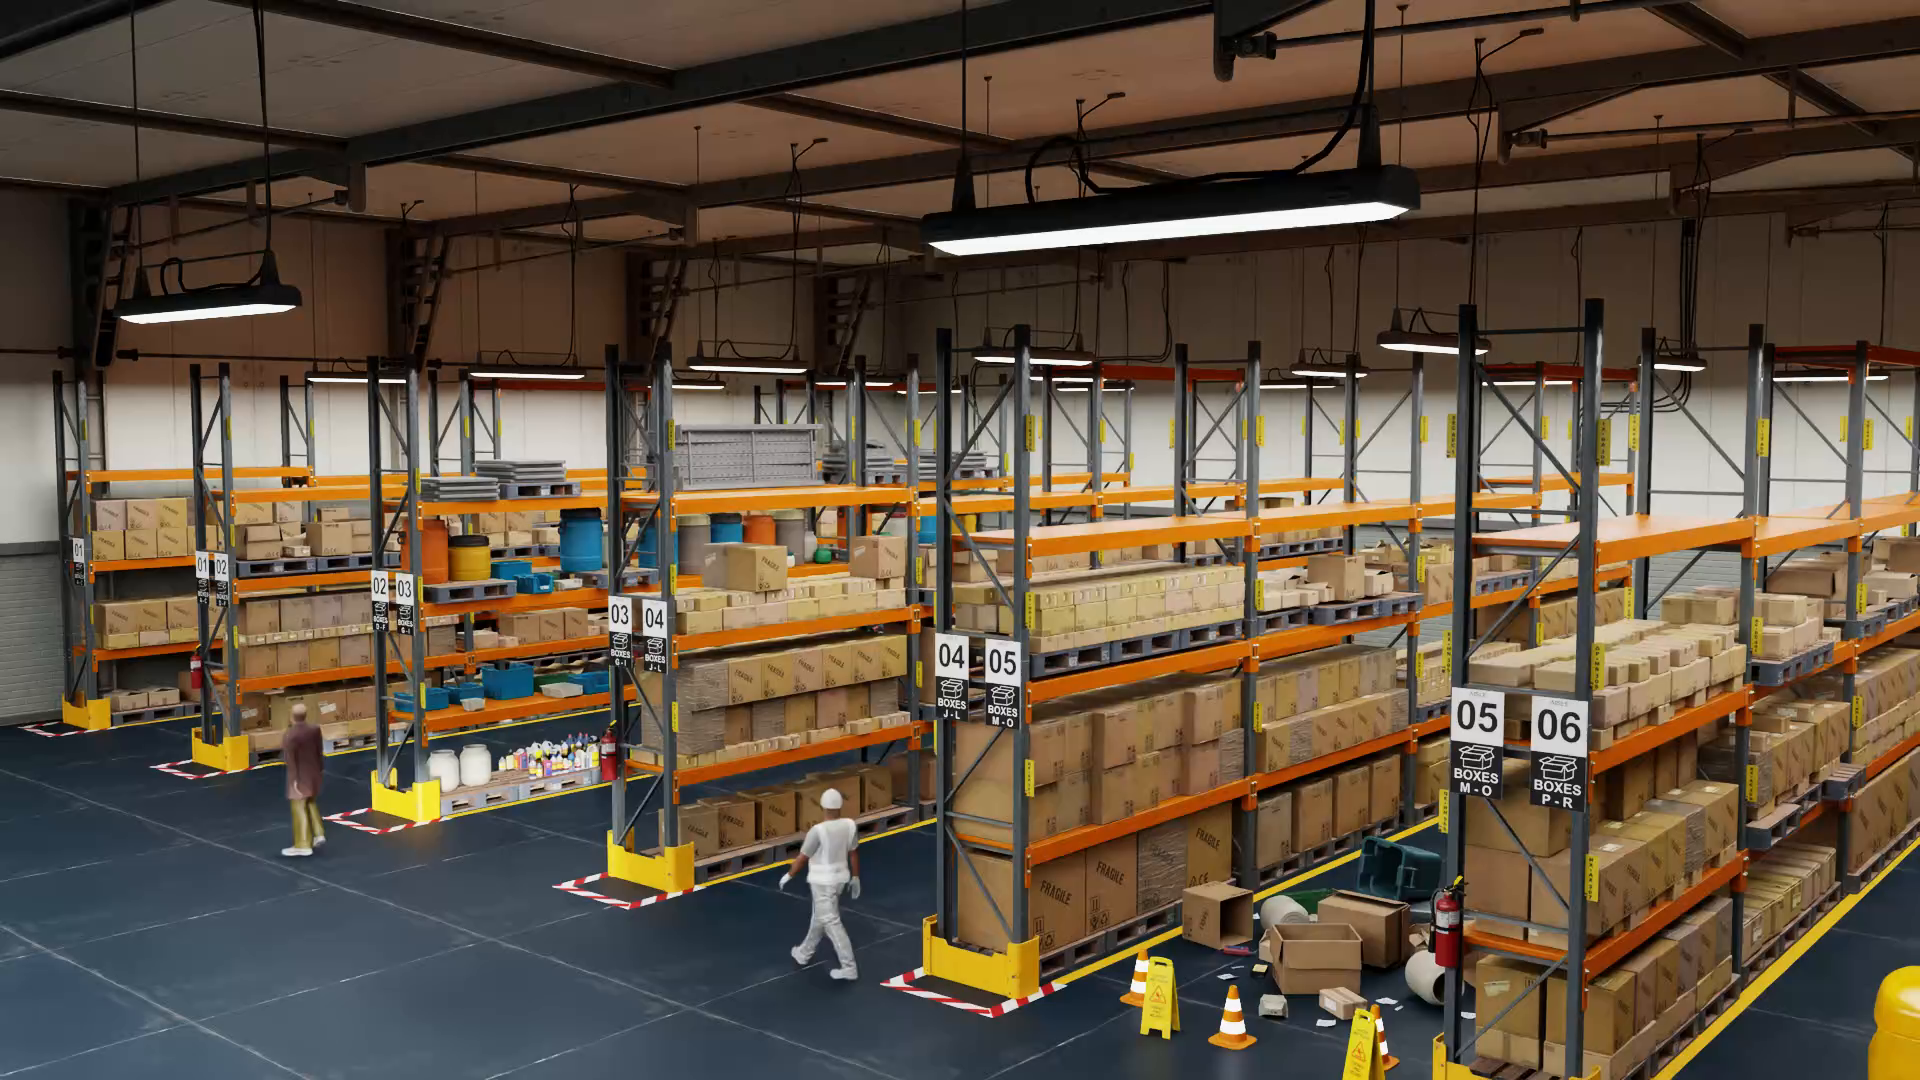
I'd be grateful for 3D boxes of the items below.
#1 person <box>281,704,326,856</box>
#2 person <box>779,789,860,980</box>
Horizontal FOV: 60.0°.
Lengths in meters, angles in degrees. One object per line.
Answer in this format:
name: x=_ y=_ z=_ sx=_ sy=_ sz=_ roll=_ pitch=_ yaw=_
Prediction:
person: x=-7.815 y=2.833 z=19.818 sx=0.445 sy=1.794 sz=0.673 roll=2 pitch=4 yaw=21
person: x=-1.295 y=3.169 z=15.503 sx=1.003 sy=1.735 sz=0.587 roll=3 pitch=5 yaw=36
